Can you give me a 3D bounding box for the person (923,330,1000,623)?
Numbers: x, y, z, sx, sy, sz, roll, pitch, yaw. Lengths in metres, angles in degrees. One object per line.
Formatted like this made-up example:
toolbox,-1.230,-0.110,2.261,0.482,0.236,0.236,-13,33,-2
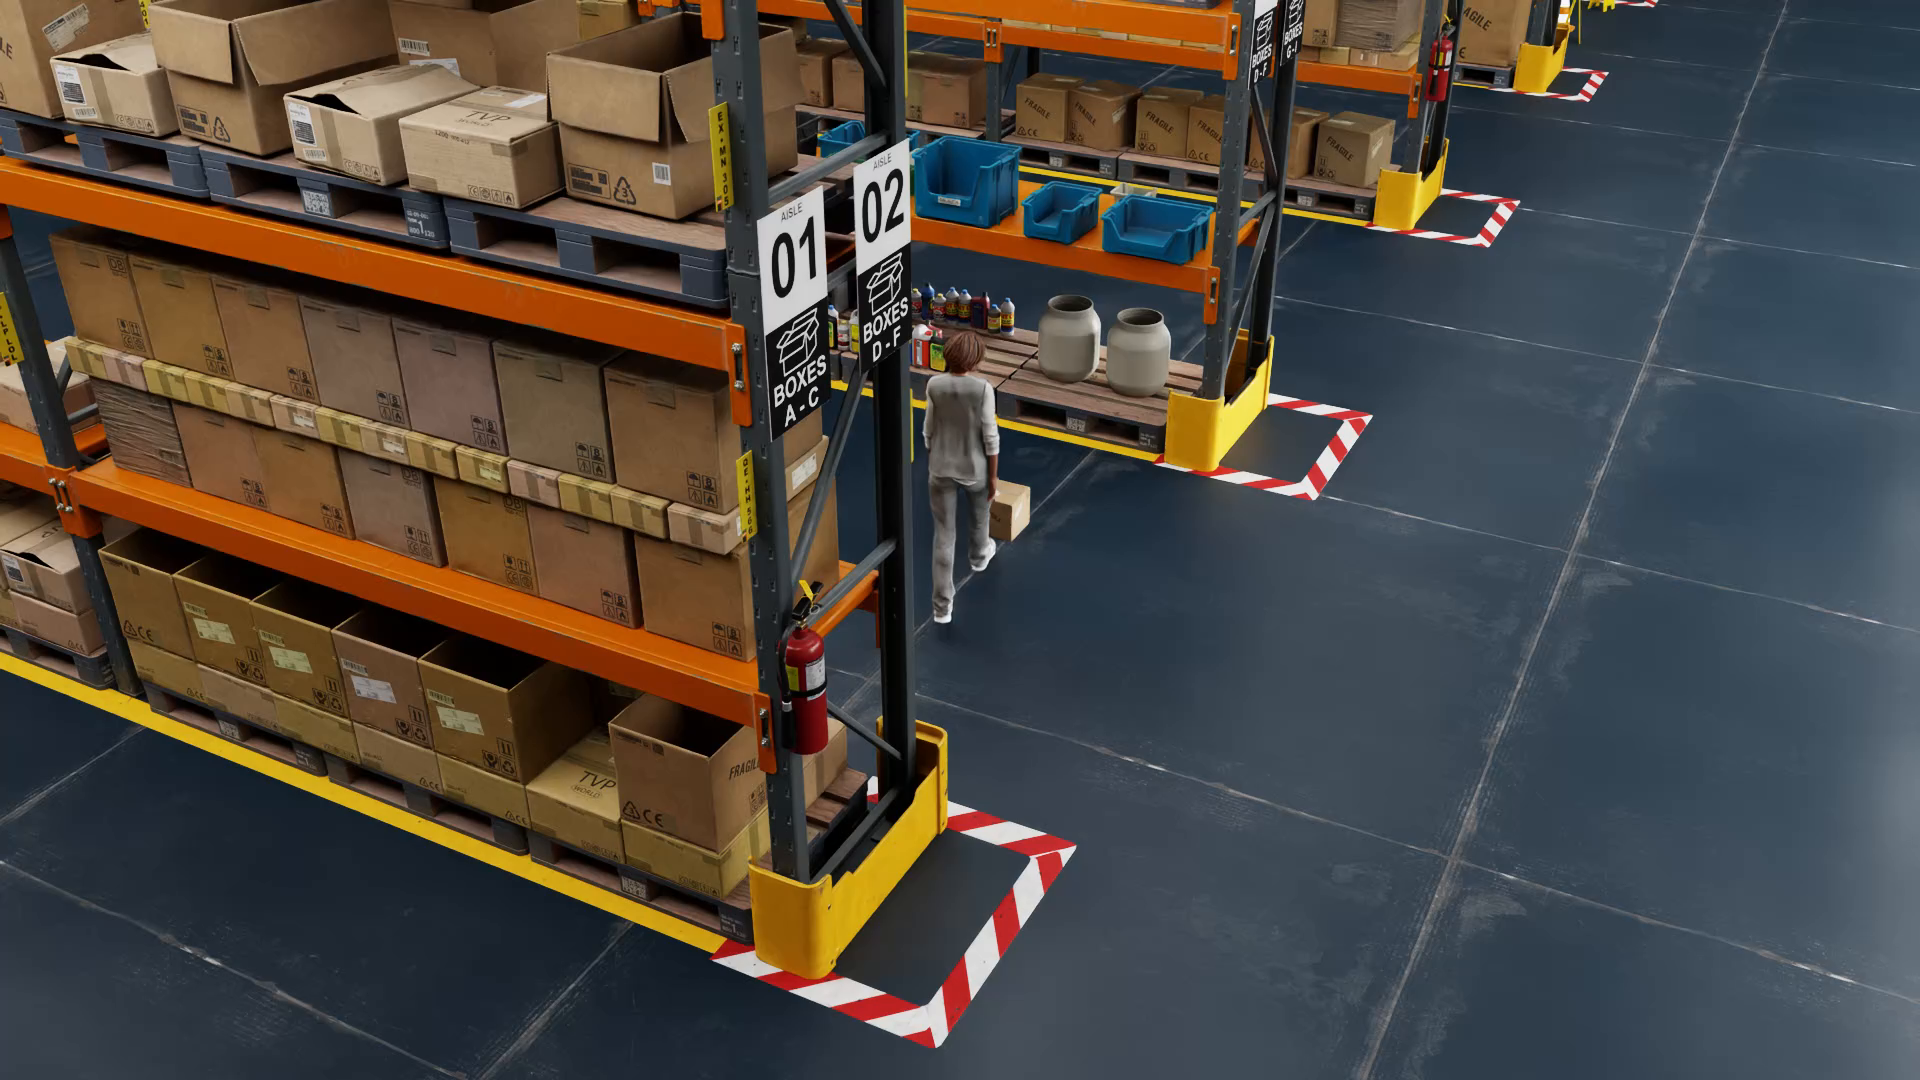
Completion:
person,0.005,-0.386,8.935,0.425,1.542,0.933,4,31,6
